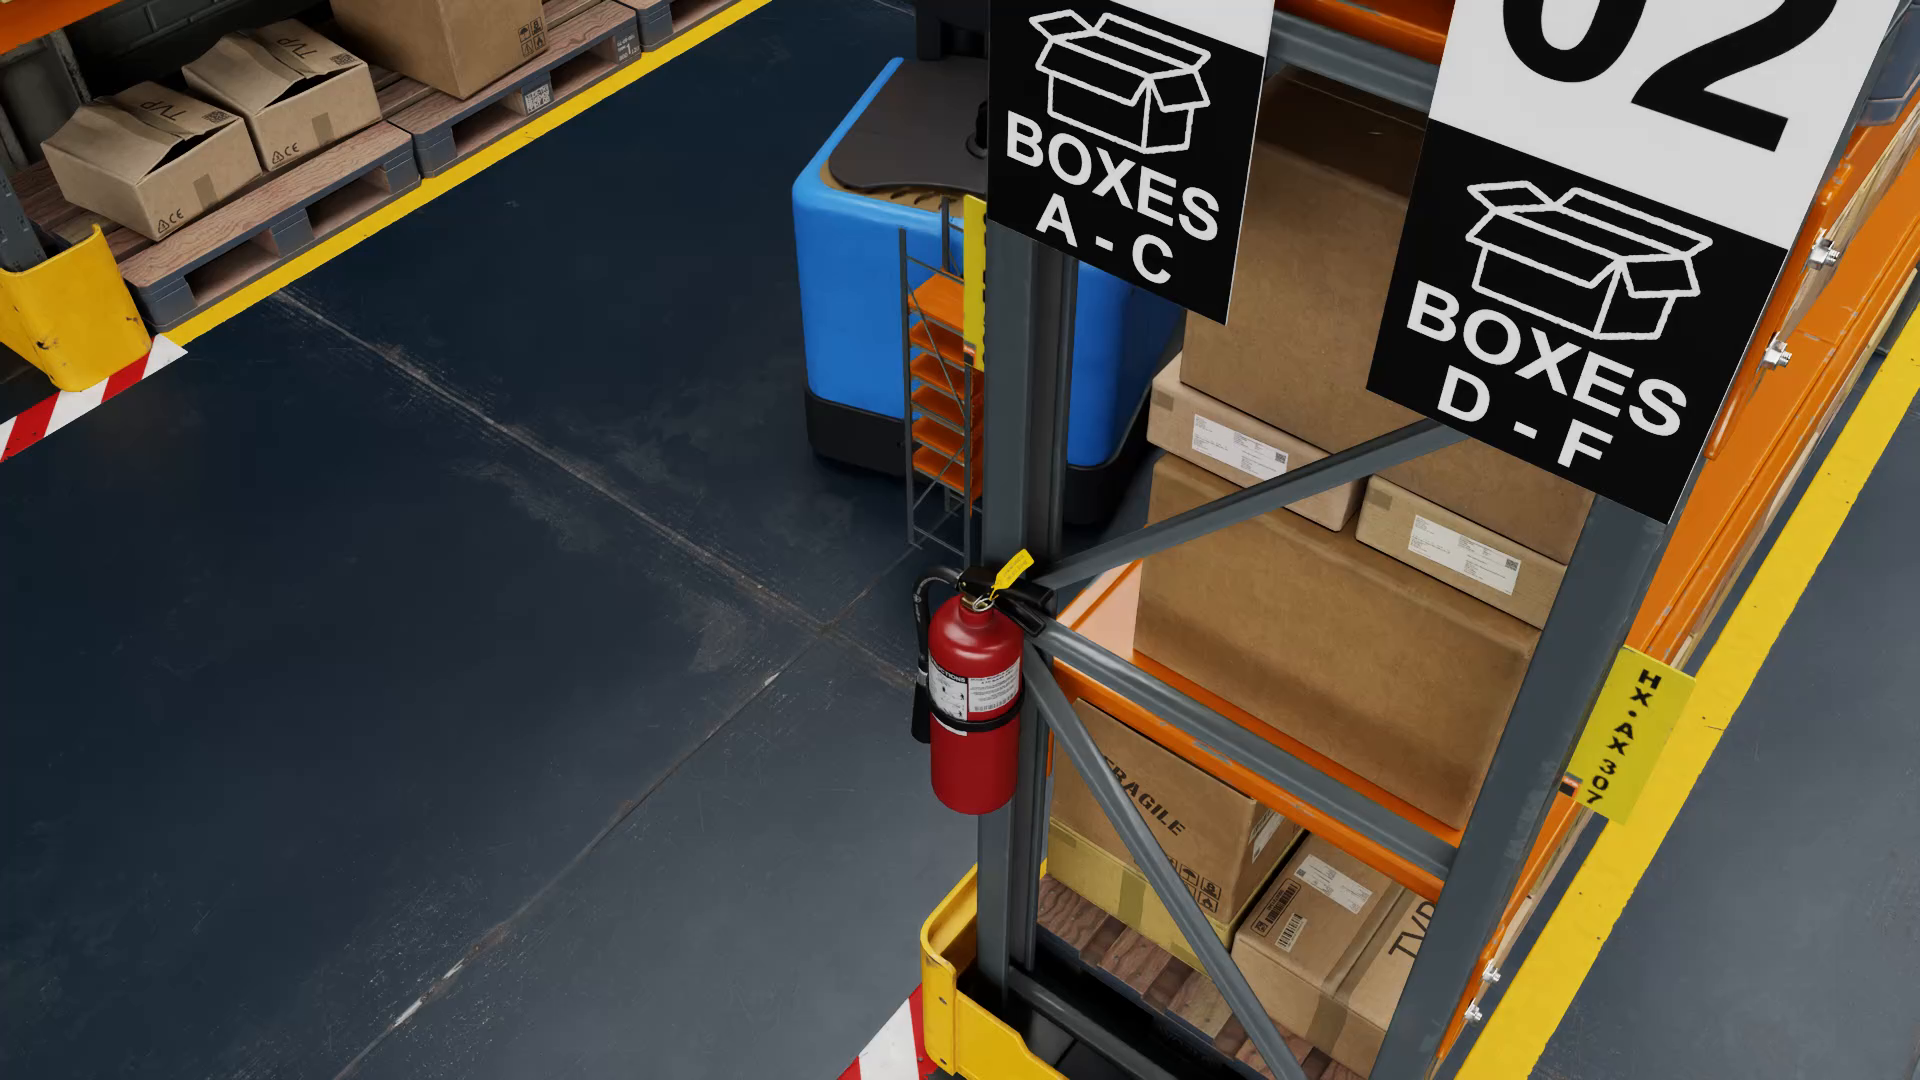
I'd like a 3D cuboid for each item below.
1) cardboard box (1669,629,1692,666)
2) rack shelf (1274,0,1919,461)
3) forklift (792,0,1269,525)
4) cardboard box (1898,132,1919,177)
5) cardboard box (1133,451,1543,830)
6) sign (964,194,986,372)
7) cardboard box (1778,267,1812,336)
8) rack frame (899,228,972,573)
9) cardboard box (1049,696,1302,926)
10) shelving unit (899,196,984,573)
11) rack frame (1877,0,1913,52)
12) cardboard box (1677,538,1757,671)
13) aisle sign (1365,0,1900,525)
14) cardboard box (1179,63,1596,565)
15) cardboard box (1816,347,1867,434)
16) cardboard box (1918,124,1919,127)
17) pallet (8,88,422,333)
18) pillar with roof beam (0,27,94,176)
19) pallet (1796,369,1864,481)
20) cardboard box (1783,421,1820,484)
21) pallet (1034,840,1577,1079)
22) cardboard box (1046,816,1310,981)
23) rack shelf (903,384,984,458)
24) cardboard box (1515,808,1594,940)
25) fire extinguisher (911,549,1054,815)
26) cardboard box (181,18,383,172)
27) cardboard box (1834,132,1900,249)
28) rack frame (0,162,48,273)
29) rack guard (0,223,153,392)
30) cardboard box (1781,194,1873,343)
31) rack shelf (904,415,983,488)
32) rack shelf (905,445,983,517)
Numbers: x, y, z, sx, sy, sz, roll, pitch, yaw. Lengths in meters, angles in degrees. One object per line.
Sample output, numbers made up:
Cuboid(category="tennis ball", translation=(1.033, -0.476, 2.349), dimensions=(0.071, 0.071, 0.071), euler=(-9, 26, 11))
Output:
Cuboid(category="cardboard box", translation=(1.571, 0.107, 4.166), dimensions=(0.500, 0.500, 0.500), euler=(29, 53, 25))
Cuboid(category="rack shelf", translation=(1.690, -1.584, 3.112), dimensions=(1.077, 0.370, 4.000), euler=(29, 53, 25))
Cuboid(category="forklift", translation=(0.504, -2.145, 5.272), dimensions=(1.130, 2.935, 3.031), euler=(16, 48, 14))
Cuboid(category="cardboard box", translation=(2.330, -1.414, 4.457), dimensions=(0.700, 0.500, 0.500), euler=(29, 53, 25))
Cuboid(category="cardboard box", translation=(0.763, 0.052, 3.057), dimensions=(0.700, 0.500, 0.500), euler=(29, 53, 25))
Cuboid(category="sign", translation=(0.047, -0.381, 2.575), dimensions=(0.100, 0.325, 0.005), euler=(29, 53, 25))
Cuboid(category="cardboard box", translation=(1.347, -0.478, 3.114), dimensions=(0.380, 0.149, 0.250), euler=(28, 53, 24))
Cuboid(category="rack frame", translation=(-0.065, -0.354, 4.758), dimensions=(0.240, 1.200, 0.006), euler=(29, 53, 25))
Cuboid(category="cardboard box", translation=(0.560, 0.455, 3.833), dimensions=(0.500, 0.500, 0.500), euler=(29, 53, 25))
Cuboid(category="shelving unit", translation=(-0.009, -0.406, 4.808), dimensions=(0.258, 1.200, 0.189), euler=(29, 53, 25))
Cuboid(category="rack frame", translation=(0.468, -1.724, 0.674), dimensions=(1.000, 3.000, 0.127), euler=(29, 53, 25))
Cuboid(category="cardboard box", translation=(1.890, 0.087, 4.704), dimensions=(0.500, 0.250, 0.500), euler=(29, 53, 25))
Cuboid(category="aisle sign", translation=(0.670, -0.377, 1.738), dimensions=(0.394, 0.787, 0.004), euler=(29, 53, 25))
Cuboid(category="cardboard box", translation=(0.795, -0.426, 2.616), dimensions=(0.700, 0.500, 0.500), euler=(29, 53, 25))
Cuboid(category="cardboard box", translation=(2.489, -0.492, 5.257), dimensions=(0.500, 0.250, 0.500), euler=(29, 53, 25))
Cuboid(category="cardboard box", translation=(1.979, -1.070, 3.680), dimensions=(0.380, 0.149, 0.250), euler=(31, 54, 26))
Cuboid(category="pallet", translation=(-2.884, -1.369, 6.412), dimensions=(1.003, 0.211, 1.213), euler=(29, 53, 25))
Cuboid(category="pillar with roof beam", translation=(-0.305, -2.792, 1.694), dimensions=(9.100, 9.000, 0.400), euler=(29, 53, 25))
Cuboid(category="pallet", translation=(2.394, -0.541, 5.621), dimensions=(1.003, 0.211, 1.213), euler=(29, 53, 25))
Cuboid(category="cardboard box", translation=(2.185, -0.464, 4.712), dimensions=(0.500, 0.500, 0.500), euler=(29, 53, 25))
Cuboid(category="pallet", translation=(0.902, 0.855, 4.287), dimensions=(1.003, 0.211, 1.213), euler=(29, 53, 25))
Cuboid(category="cardboard box", translation=(0.562, 0.715, 4.103), dimensions=(0.500, 0.250, 0.500), euler=(29, 53, 25))
Cuboid(category="rack shelf", translation=(-0.009, -0.375, 4.840), dimensions=(0.258, 0.103, 0.180), euler=(29, 53, 25))
Cuboid(category="cardboard box", translation=(1.274, 0.657, 4.159), dimensions=(0.500, 0.250, 0.500), euler=(29, 53, 25))
Cuboid(category="fire extinguisher", translation=(0.028, 0.237, 3.003), dimensions=(0.296, 0.674, 0.183), euler=(29, 53, 25))
Cuboid(category="cardboard box", translation=(-2.612, -1.745, 6.398), dimensions=(0.500, 0.311, 0.500), euler=(34, 55, 28))
Cuboid(category="cardboard box", translation=(1.664, -0.778, 3.401), dimensions=(0.380, 0.149, 0.250), euler=(29, 53, 25))
Cuboid(category="rack frame", translation=(-3.455, -1.840, 4.933), dimensions=(1.000, 3.000, 0.127), euler=(29, 53, 25))
Cuboid(category="rack guard", translation=(-3.408, -1.020, 5.878), dimensions=(1.175, 0.500, 0.348), euler=(29, 53, 25))
Cuboid(category="cardboard box", translation=(1.707, -0.835, 3.904), dimensions=(0.700, 0.500, 0.500), euler=(31, 54, 26))
Cuboid(category="rack shelf", translation=(-0.009, -0.293, 4.927), dimensions=(0.258, 0.103, 0.180), euler=(29, 53, 25))
Cuboid(category="rack shelf", translation=(-0.009, -0.210, 5.014), dimensions=(0.258, 0.103, 0.180), euler=(29, 53, 25))
